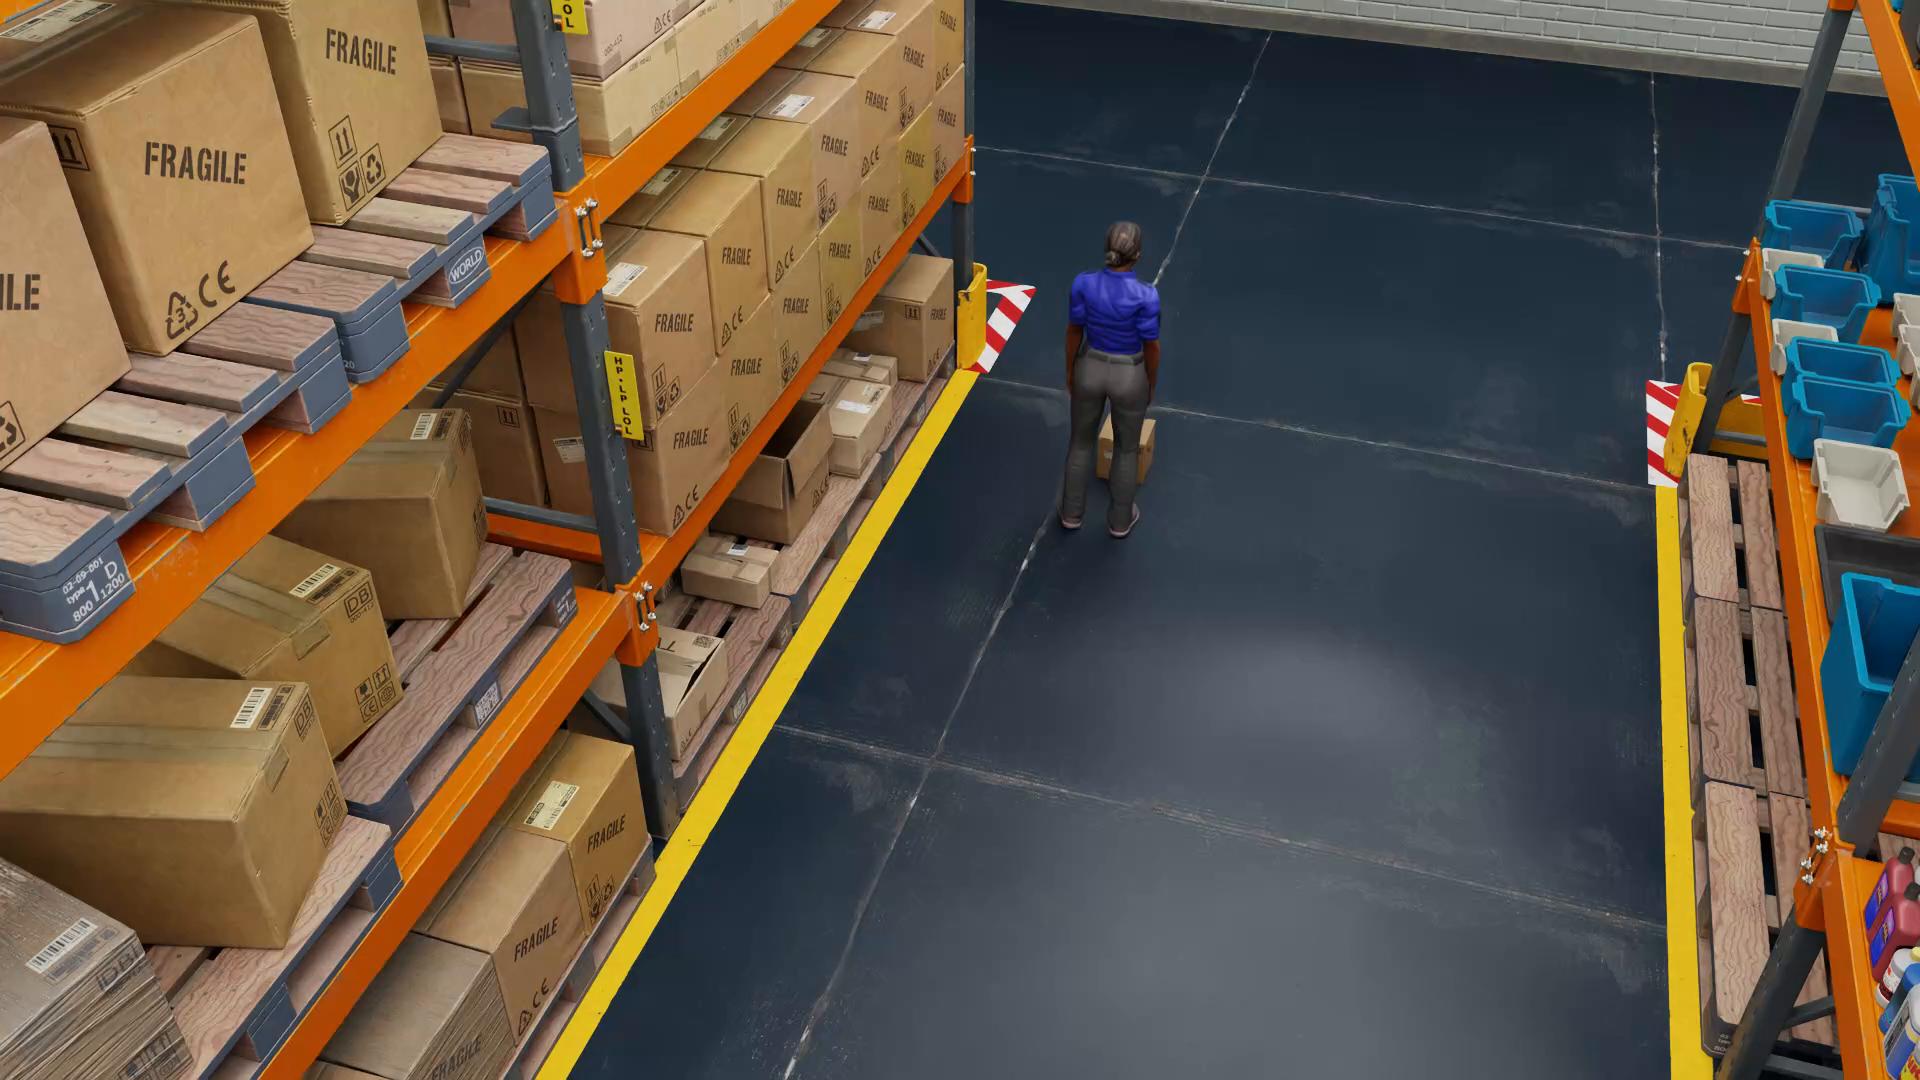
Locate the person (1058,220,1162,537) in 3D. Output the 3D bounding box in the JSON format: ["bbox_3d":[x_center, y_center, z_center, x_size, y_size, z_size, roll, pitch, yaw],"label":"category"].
[{"bbox_3d":[0.712,-0.757,7.895,0.468,1.679,0.318,12,39,15],"label":"person"}]
